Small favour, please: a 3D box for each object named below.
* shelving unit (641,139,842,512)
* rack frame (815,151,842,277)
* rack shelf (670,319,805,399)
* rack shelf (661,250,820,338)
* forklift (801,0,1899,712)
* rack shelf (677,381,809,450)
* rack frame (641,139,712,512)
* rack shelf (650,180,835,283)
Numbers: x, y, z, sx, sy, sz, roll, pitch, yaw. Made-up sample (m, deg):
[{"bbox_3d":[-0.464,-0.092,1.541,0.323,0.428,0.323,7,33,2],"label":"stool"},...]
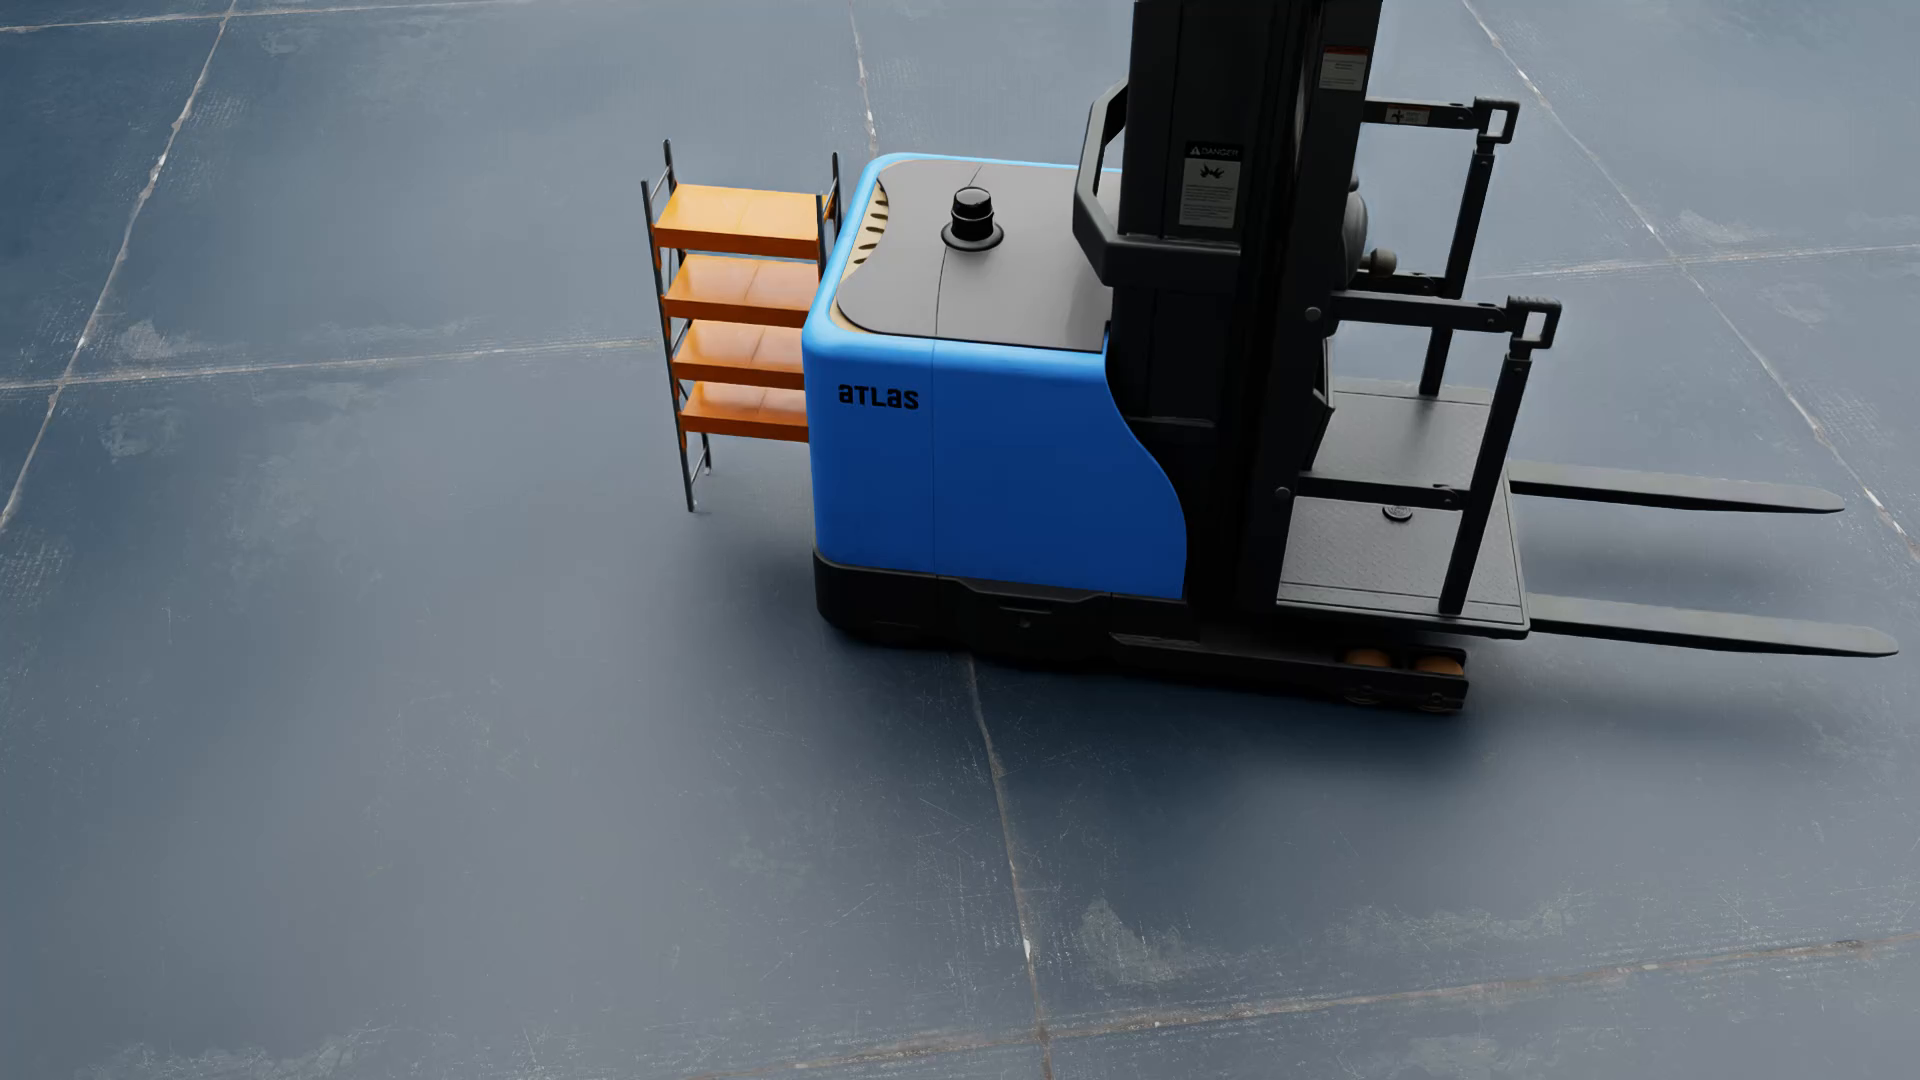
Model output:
[{"bbox_3d":[-0.607,-0.590,5.009,0.503,1.200,0.258,6,42,6],"label":"shelving unit"},{"bbox_3d":[-0.366,-0.566,4.982,0.015,1.200,0.240,6,42,6],"label":"rack frame"},{"bbox_3d":[-0.607,-0.540,5.054,0.480,0.148,0.258,6,42,6],"label":"rack shelf"},{"bbox_3d":[-0.607,-0.706,4.904,0.480,0.148,0.258,6,42,6],"label":"rack shelf"},{"bbox_3d":[1.137,-0.985,4.154,3.031,2.935,1.130,6,42,6],"label":"forklift"},{"bbox_3d":[-0.607,-0.393,5.187,0.480,0.148,0.258,6,42,6],"label":"rack shelf"},{"bbox_3d":[-0.849,-0.615,5.036,0.015,1.200,0.240,6,42,6],"label":"rack frame"},{"bbox_3d":[-0.607,-0.882,4.745,0.480,0.148,0.258,6,42,6],"label":"rack shelf"}]
